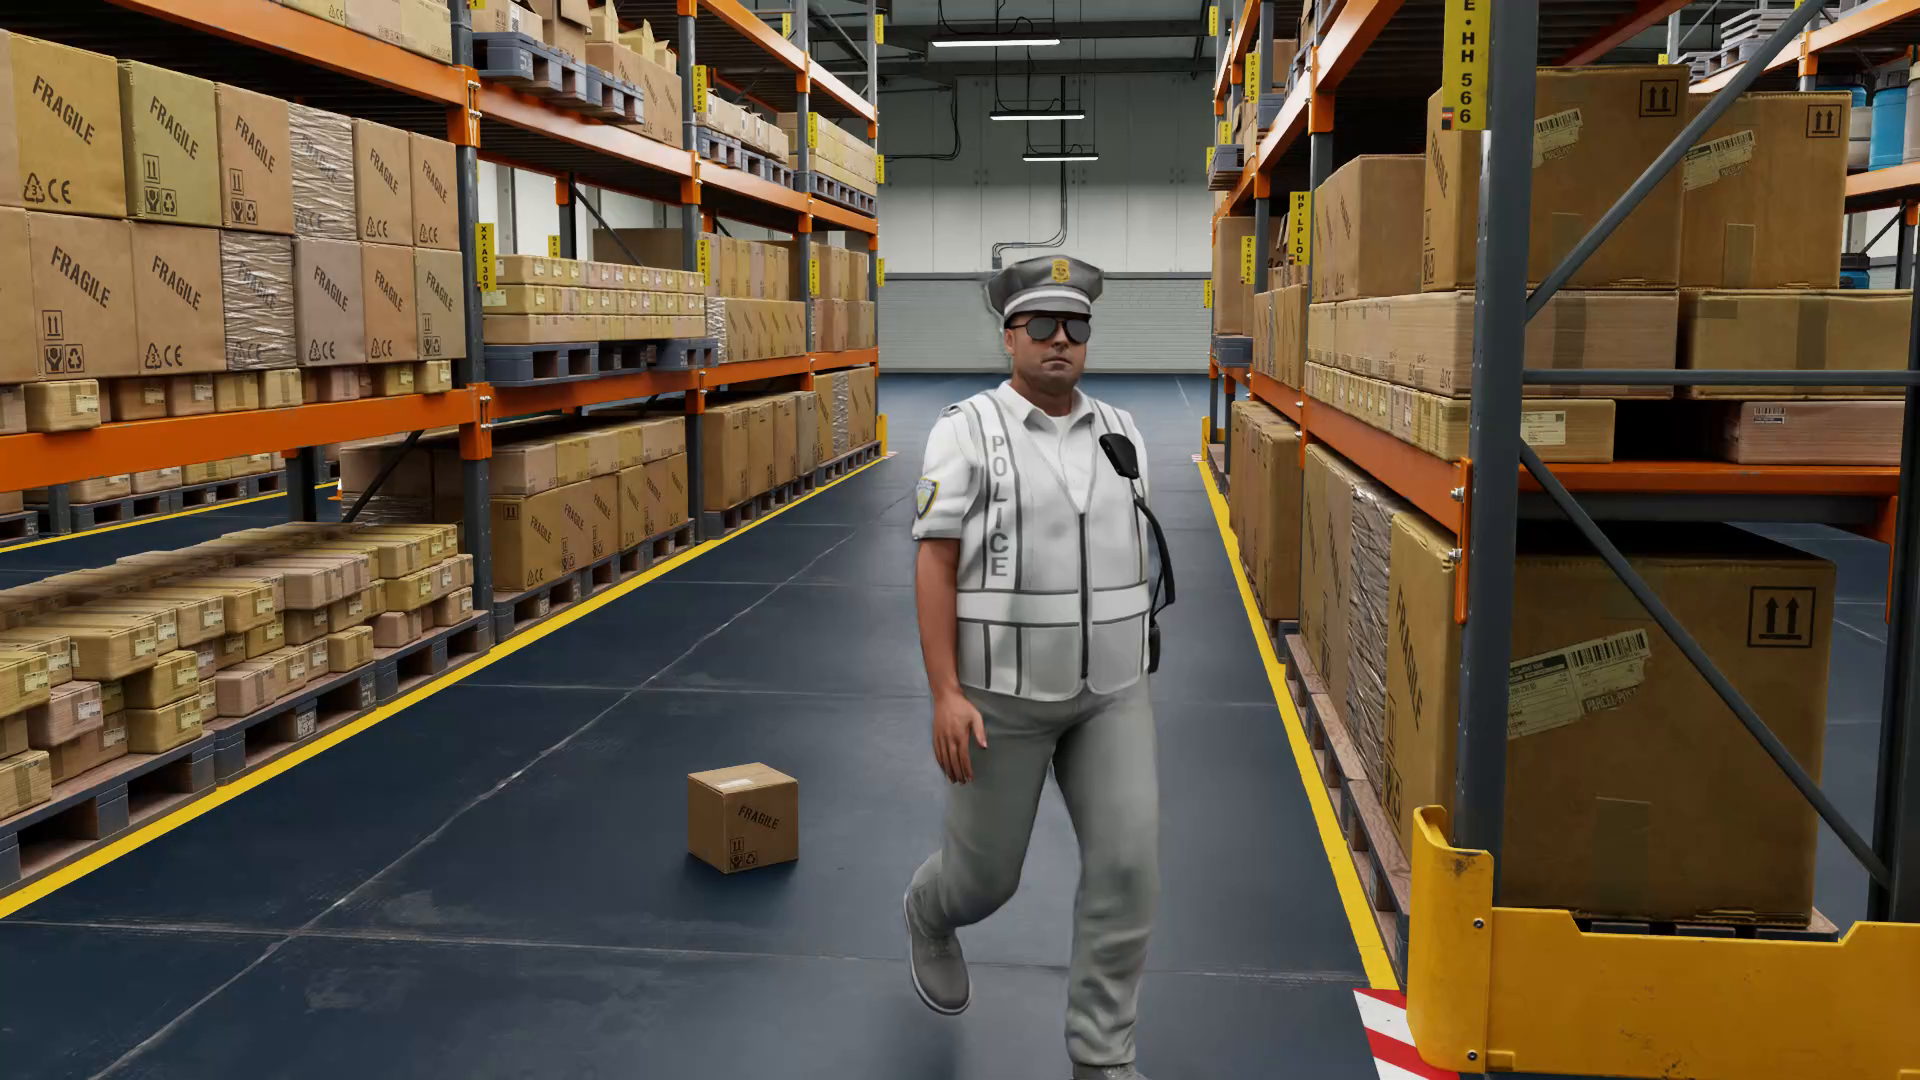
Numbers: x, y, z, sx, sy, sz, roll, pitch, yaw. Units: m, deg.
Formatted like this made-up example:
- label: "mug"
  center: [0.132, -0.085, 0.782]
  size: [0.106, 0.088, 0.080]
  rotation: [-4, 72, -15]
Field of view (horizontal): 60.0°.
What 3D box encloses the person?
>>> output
- label: "person"
  center: [0.166, 0.278, 3.499]
  size: [0.554, 1.736, 0.883]
  rotation: [-3, 8, -19]
